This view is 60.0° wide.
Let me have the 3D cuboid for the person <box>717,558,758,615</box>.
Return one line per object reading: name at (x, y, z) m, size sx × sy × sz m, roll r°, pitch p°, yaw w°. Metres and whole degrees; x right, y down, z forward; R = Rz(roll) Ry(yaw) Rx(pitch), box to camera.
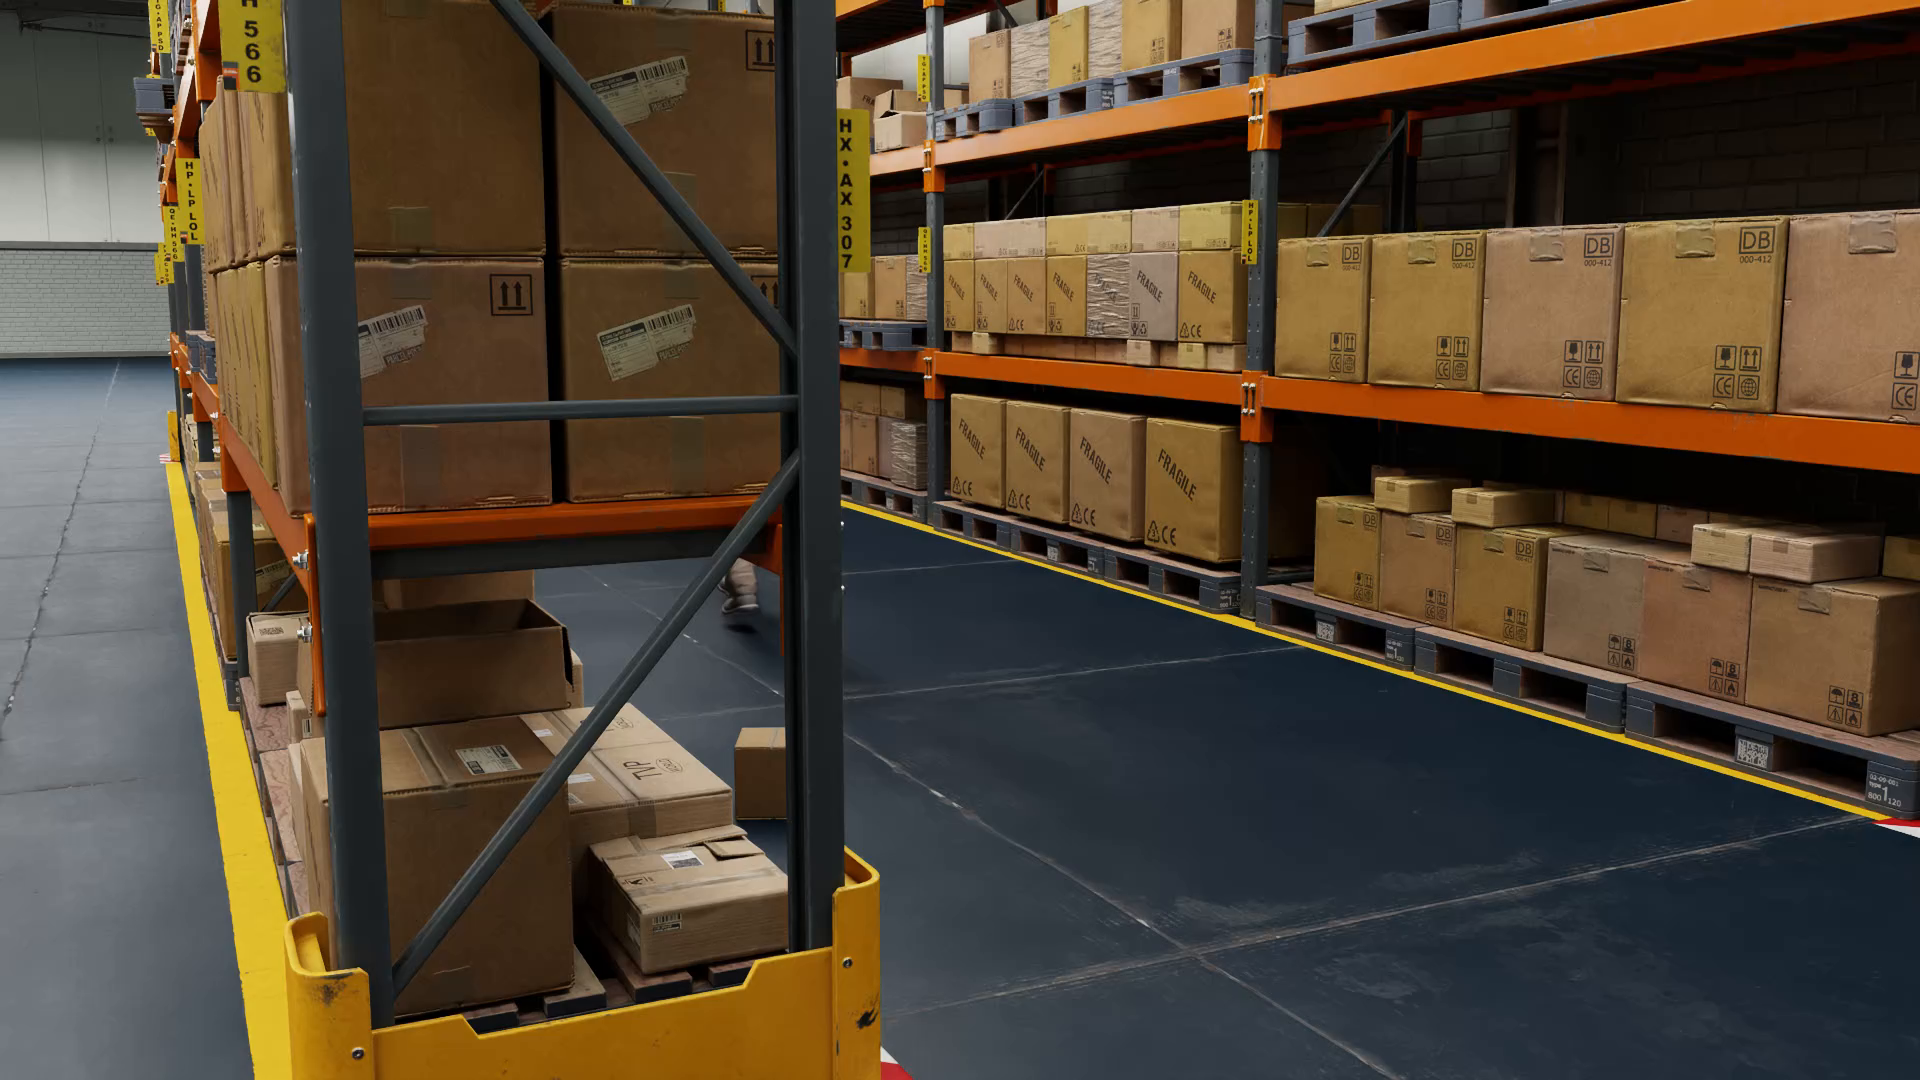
person at (-1.253, -0.453, 8.946) m, size 0.536 × 1.670 × 1.036 m, roll -4°, pitch 9°, yaw -26°
